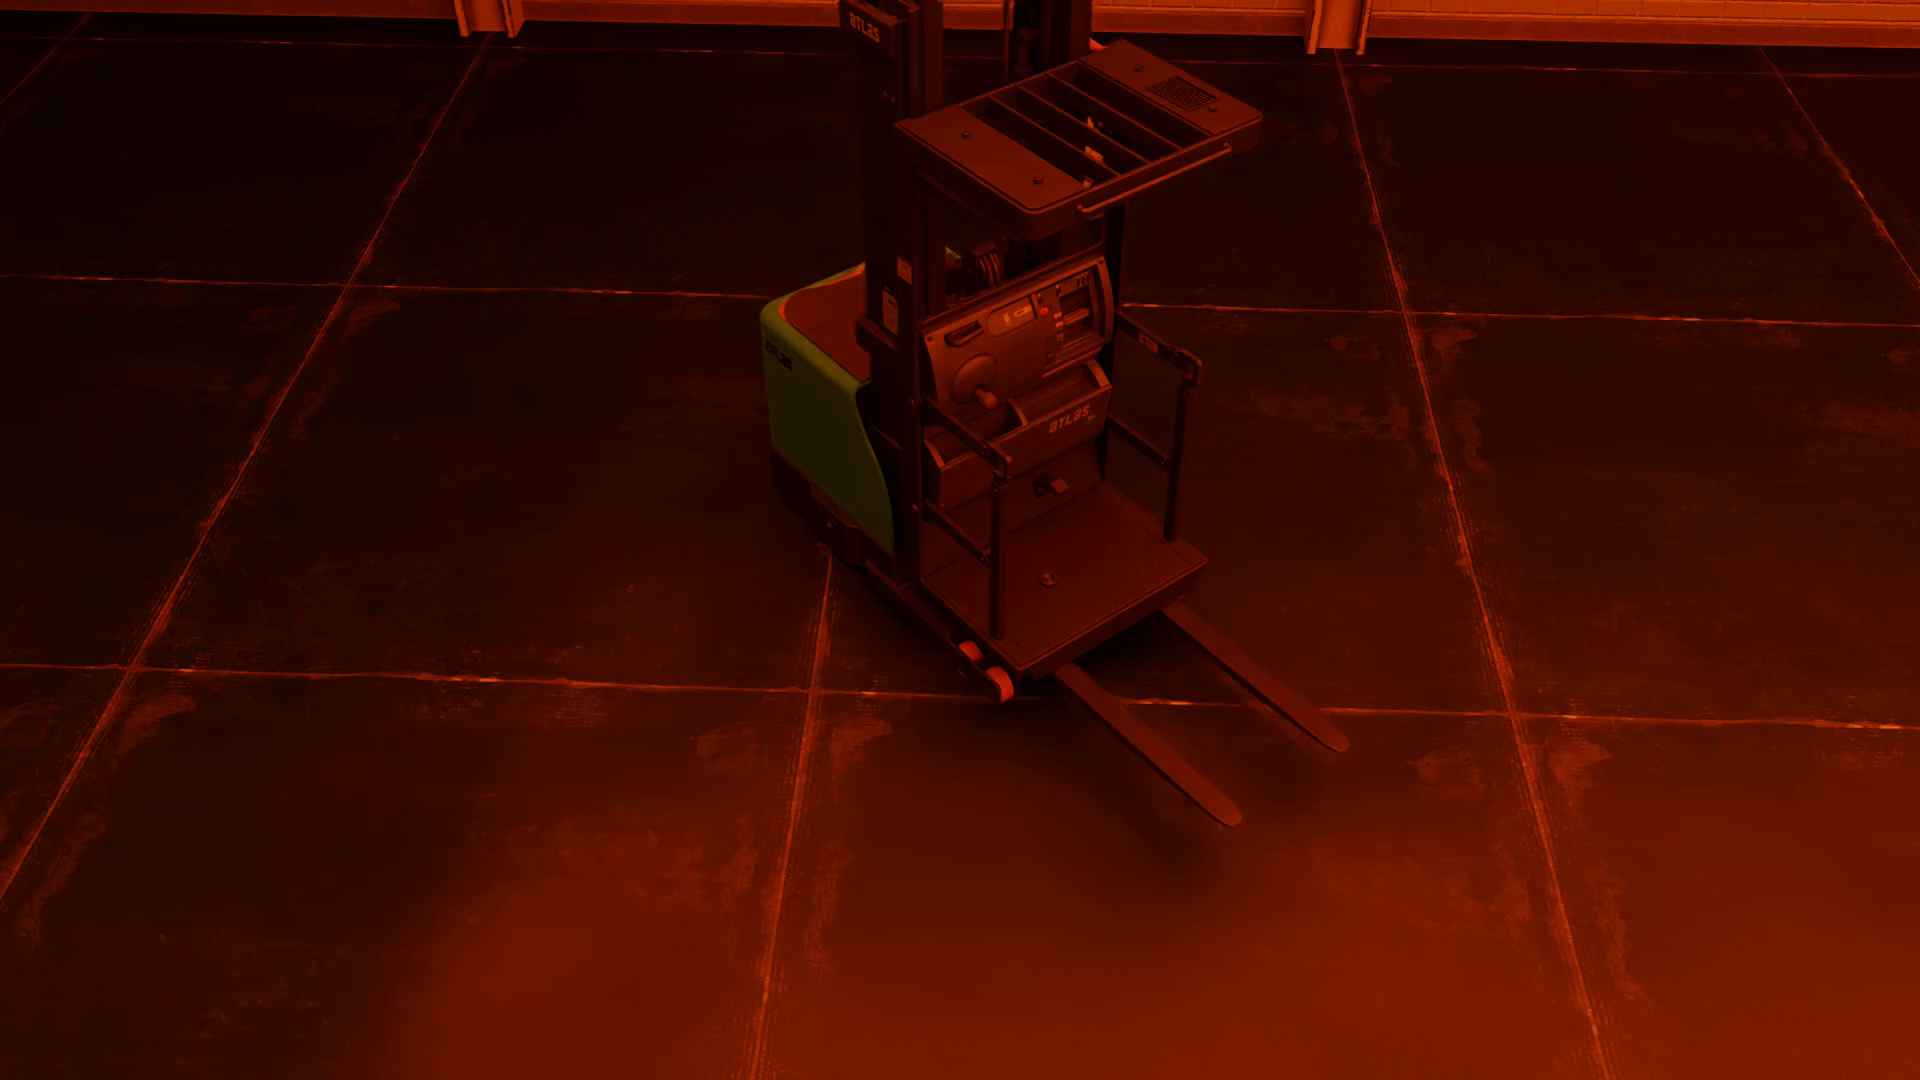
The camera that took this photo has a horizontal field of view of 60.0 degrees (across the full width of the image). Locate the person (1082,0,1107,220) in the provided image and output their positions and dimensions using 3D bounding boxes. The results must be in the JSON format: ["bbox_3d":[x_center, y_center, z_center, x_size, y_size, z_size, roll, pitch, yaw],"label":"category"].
[{"bbox_3d":[0.675,-2.532,9.538,0.744,1.555,0.779,-11,44,-12],"label":"person"}]

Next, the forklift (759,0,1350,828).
[{"bbox_3d":[0.378,-0.759,6.574,1.130,2.935,3.031,-28,49,-27],"label":"forklift"}]
